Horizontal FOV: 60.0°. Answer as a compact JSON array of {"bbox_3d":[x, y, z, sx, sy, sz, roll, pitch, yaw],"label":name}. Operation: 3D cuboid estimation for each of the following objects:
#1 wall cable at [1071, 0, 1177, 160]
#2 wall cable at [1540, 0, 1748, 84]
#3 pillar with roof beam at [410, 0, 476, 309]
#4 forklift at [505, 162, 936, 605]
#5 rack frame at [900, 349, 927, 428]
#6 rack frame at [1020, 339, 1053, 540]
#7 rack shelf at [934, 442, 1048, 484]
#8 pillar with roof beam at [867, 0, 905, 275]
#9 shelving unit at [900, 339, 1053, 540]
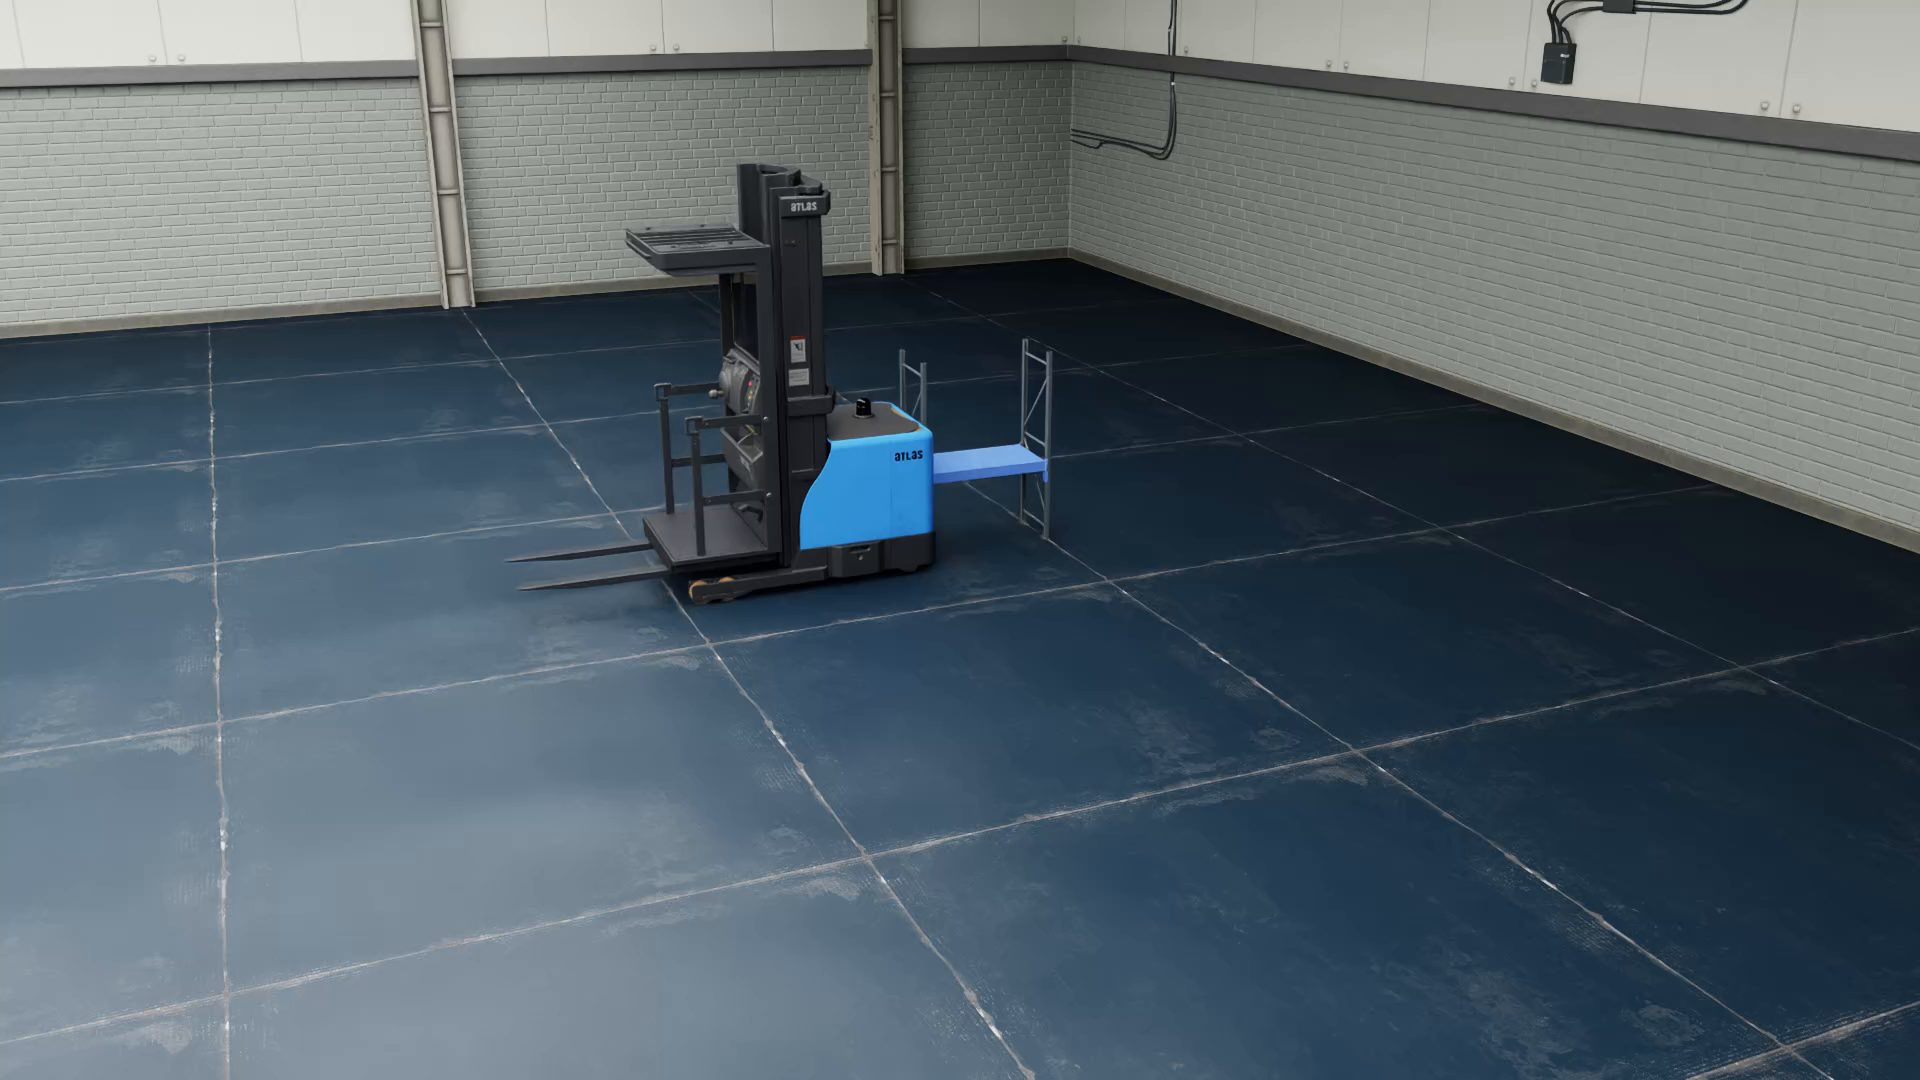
[{"bbox_3d":[2.191,-6.615,22.937,0.112,2.526,3.097,-8,21,-22],"label":"wall cable"},{"bbox_3d":[5.937,-6.787,13.628,0.169,6.003,2.305,-8,21,-22],"label":"wall cable"},{"bbox_3d":[-4.842,-5.994,16.495,0.400,9.000,9.100,-8,21,-22],"label":"pillar with roof beam"},{"bbox_3d":[-1.748,-1.124,11.800,3.031,2.935,1.130,-8,21,-20],"label":"forklift"},{"bbox_3d":[-0.353,-0.660,12.638,0.032,1.500,0.500,-7,21,-20],"label":"rack frame"},{"bbox_3d":[0.593,-0.784,12.991,0.032,1.500,0.500,-7,21,-20],"label":"rack frame"},{"bbox_3d":[0.120,-0.552,12.874,1.000,0.185,0.538,-7,21,-20],"label":"rack shelf"},{"bbox_3d":[0.667,-6.783,18.737,0.400,9.000,9.100,-8,21,-22],"label":"pillar with roof beam"},{"bbox_3d":[0.120,-0.722,12.815,1.048,1.500,0.538,-7,21,-20],"label":"shelving unit"}]
